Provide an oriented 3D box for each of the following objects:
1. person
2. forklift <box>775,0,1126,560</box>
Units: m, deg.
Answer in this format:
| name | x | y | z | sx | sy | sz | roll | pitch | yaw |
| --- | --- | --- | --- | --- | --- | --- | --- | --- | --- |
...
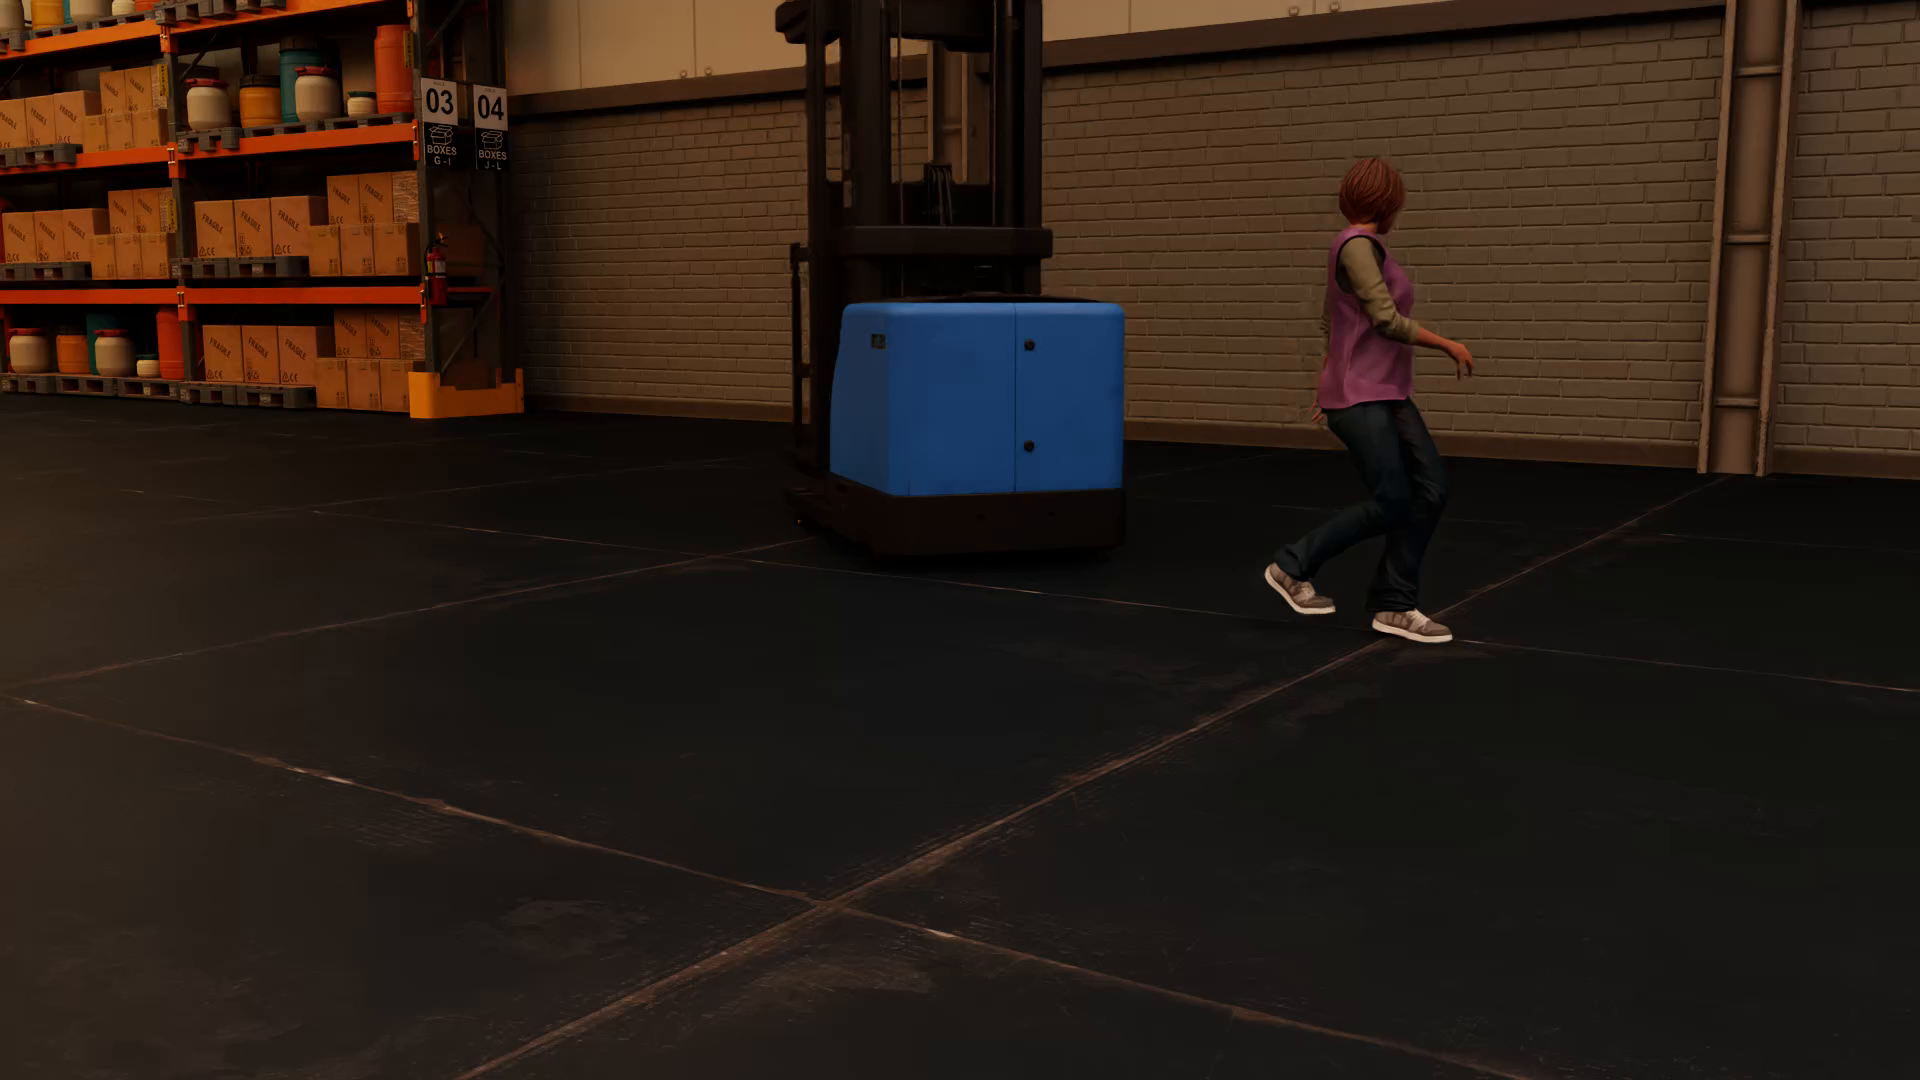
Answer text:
| name | x | y | z | sx | sy | sz | roll | pitch | yaw |
| --- | --- | --- | --- | --- | --- | --- | --- | --- | --- |
| person | 1.341 | -0.452 | 5.384 | 0.613 | 1.539 | 0.529 | 5 | 9 | 30 |
| forklift | -0.251 | -1.537 | 8.000 | 1.130 | 2.935 | 3.031 | -3 | 9 | -18 |
